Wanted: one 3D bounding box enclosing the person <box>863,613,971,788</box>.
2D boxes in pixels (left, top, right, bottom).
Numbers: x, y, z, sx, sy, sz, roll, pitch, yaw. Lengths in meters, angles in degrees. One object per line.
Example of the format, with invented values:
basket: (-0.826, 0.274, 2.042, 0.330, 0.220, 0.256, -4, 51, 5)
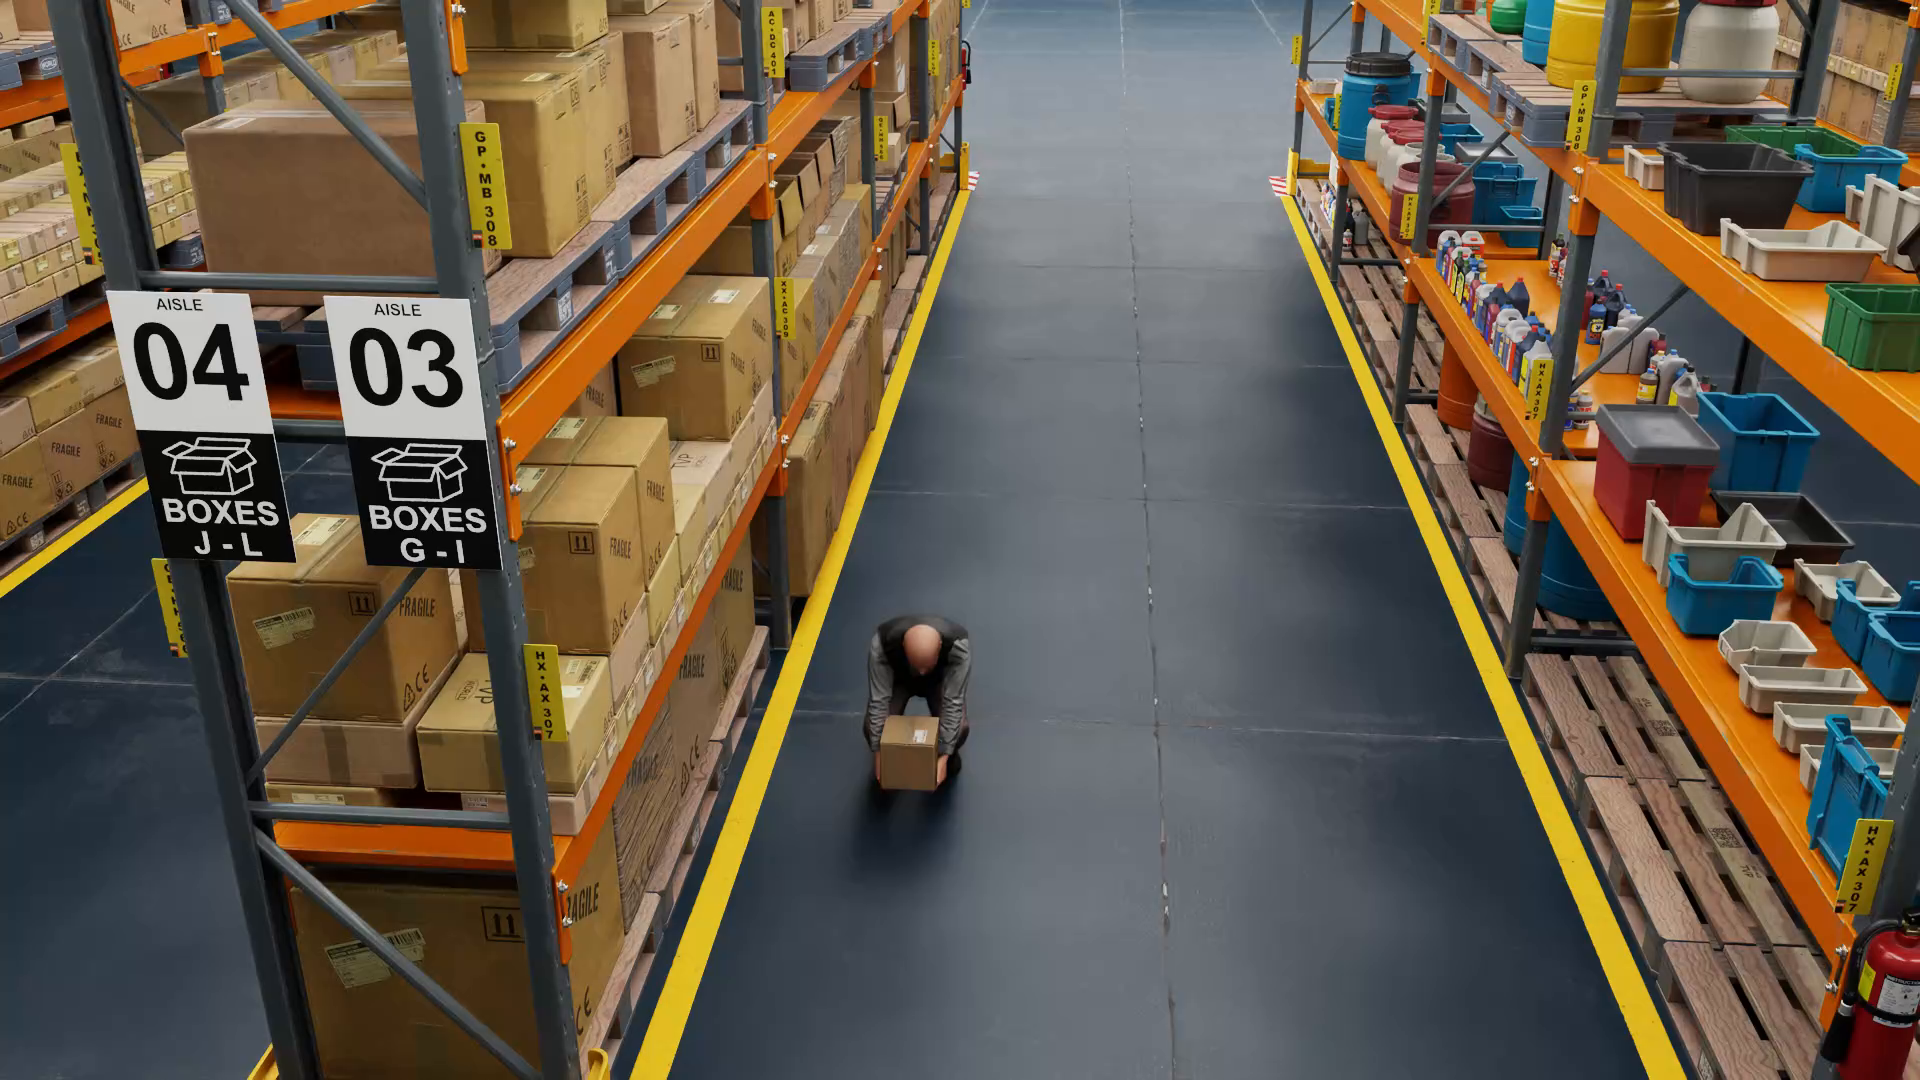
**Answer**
person: (-0.202, 0.718, 7.974, 0.519, 0.972, 0.857, 1, 24, 3)
